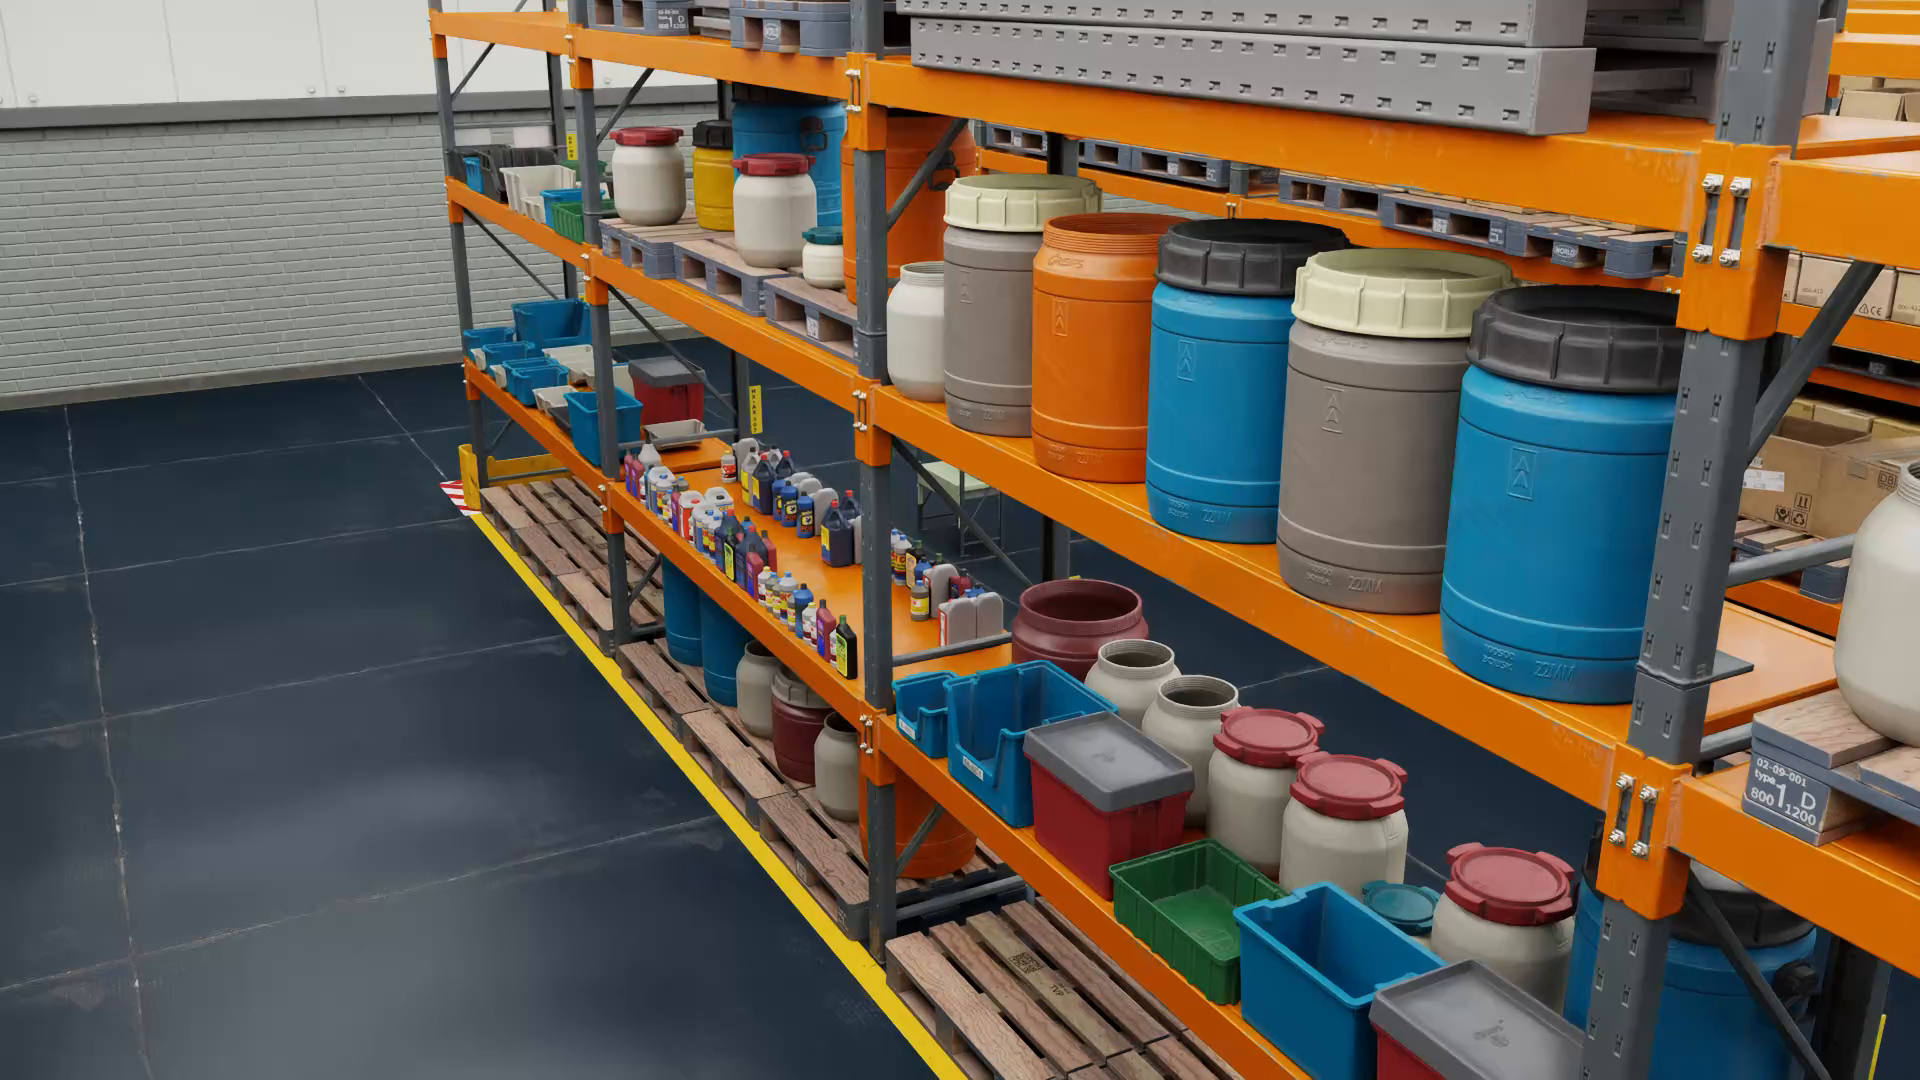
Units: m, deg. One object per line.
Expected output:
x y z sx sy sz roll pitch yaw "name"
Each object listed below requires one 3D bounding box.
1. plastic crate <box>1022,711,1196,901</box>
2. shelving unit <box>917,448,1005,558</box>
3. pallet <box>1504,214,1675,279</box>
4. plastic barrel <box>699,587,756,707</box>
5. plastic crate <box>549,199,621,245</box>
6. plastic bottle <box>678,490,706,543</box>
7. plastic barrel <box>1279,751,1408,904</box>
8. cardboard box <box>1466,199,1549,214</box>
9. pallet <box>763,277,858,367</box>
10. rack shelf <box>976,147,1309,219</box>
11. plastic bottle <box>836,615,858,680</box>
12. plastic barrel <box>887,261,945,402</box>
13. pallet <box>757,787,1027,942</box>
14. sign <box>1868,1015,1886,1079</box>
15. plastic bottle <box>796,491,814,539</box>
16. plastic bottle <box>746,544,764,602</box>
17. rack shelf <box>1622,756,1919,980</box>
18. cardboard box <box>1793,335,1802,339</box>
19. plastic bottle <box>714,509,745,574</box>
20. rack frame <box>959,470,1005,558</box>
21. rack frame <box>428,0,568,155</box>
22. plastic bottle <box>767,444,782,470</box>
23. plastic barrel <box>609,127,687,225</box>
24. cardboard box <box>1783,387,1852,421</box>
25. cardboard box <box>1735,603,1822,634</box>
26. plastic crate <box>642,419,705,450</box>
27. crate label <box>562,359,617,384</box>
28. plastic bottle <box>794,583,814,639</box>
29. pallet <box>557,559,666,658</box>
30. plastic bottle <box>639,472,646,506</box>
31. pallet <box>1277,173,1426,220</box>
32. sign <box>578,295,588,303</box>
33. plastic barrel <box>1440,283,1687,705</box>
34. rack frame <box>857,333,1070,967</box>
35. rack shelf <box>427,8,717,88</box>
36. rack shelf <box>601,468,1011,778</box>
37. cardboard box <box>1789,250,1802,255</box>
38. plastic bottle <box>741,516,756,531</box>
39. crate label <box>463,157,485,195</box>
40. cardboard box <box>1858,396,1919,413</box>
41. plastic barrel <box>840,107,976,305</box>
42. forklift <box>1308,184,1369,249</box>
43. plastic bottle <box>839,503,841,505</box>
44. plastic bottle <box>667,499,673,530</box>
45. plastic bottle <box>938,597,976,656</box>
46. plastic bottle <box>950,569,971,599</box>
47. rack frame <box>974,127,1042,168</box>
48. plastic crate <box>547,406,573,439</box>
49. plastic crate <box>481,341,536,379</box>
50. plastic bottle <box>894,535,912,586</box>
0.536 0.974 6.112 0.402 0.464 0.583 -10 21 -27 "plastic crate"
0.003 -0.707 13.381 0.431 1.500 0.755 -10 21 -27 "shelving unit"
4.045 -1.780 9.881 1.213 0.211 1.003 -9 21 -24 "pallet"
-1.282 0.500 10.157 0.600 0.901 0.708 -10 21 -27 "plastic barrel"
-2.329 -2.048 10.694 0.450 0.188 0.662 -10 21 -27 "plastic crate"
-1.537 -0.139 9.626 0.152 0.276 0.135 -10 21 -27 "plastic bottle"
1.328 1.058 5.759 0.433 0.535 0.433 0 19 0 "plastic barrel"
3.557 -2.336 10.408 0.500 0.500 0.500 -9 21 -24 "cardboard box"
-0.239 -1.071 7.826 1.003 0.211 1.213 -10 21 -27 "pallet"
1.548 -3.075 14.447 1.077 0.370 4.000 -10 21 -27 "rack shelf"
-0.529 0.498 7.769 0.061 0.283 0.133 -10 21 -27 "plastic bottle"
-0.084 -0.841 6.701 0.421 0.512 0.421 0 19 0 "plastic barrel"
-0.373 1.591 8.697 1.003 0.211 1.213 -10 21 -27 "pallet"
2.427 1.428 4.469 0.100 0.325 0.005 -10 21 -27 "sign"
-0.904 -0.152 9.671 0.097 0.271 0.097 0 19 0 "plastic bottle"
-1.072 0.170 8.719 0.061 0.283 0.133 -10 21 -27 "plastic bottle"
2.887 1.137 2.241 1.077 0.370 4.000 -10 21 -27 "rack shelf"
7.184 -1.761 13.878 0.380 0.149 0.250 -11 22 -29 "cardboard box"
-1.262 -0.005 9.124 0.144 0.351 0.185 -10 21 -27 "plastic bottle"
0.177 -0.602 13.077 0.400 1.500 0.023 -10 21 -27 "rack frame"
-3.761 -4.640 13.281 1.000 3.000 0.127 -10 21 -27 "rack frame"
-1.137 -0.419 10.323 0.144 0.351 0.185 -10 21 -27 "plastic bottle"
-1.832 -2.146 9.802 0.433 0.535 0.433 0 19 0 "plastic barrel"
7.284 -1.128 14.340 0.500 0.250 0.500 -9 21 -25 "cardboard box"
4.742 0.533 9.498 0.500 0.250 0.500 -9 21 -24 "cardboard box"
-1.957 -0.715 11.417 0.396 0.136 0.243 -10 21 -27 "plastic crate"
-2.936 -1.340 13.228 0.396 0.136 0.243 -10 21 -27 "crate label"
-0.770 0.346 8.229 0.097 0.271 0.097 0 19 0 "plastic bottle"
-2.245 0.458 11.981 1.003 0.211 1.213 -10 21 -27 "pallet"
-1.928 -0.322 10.269 0.097 0.201 0.097 0 19 0 "plastic bottle"
2.976 -2.495 11.957 0.805 0.209 1.217 -11 22 -29 "pallet"
-3.284 -1.971 14.494 0.100 0.325 0.005 -10 21 -27 "sign"
1.505 -0.126 4.031 0.600 0.901 0.708 -10 21 -27 "plastic barrel"
0.038 0.493 7.605 1.000 3.000 0.127 -10 21 -27 "rack frame"
-2.811 -3.536 11.800 1.077 0.370 4.000 -10 21 -27 "rack shelf"
-0.912 0.259 9.386 1.077 0.370 4.000 -10 21 -27 "rack shelf"
4.394 -1.801 8.734 0.500 0.500 0.500 -10 21 -26 "cardboard box"
-1.177 0.001 9.228 0.097 0.271 0.097 0 19 0 "plastic bottle"
-3.607 -2.836 12.882 0.408 0.251 0.502 -10 21 -27 "crate label"
7.983 -1.059 14.142 0.500 0.250 0.500 -11 22 -29 "cardboard box"
-0.229 -1.490 7.450 0.600 0.830 0.708 -10 21 -27 "plastic barrel"
3.968 -2.242 15.634 1.130 2.935 3.031 -16 25 -39 "forklift"
-0.653 -0.123 9.568 0.061 0.283 0.133 -10 21 -27 "plastic bottle"
-1.680 -0.171 9.833 0.097 0.201 0.097 0 19 0 "plastic bottle"
-0.017 0.401 8.062 0.152 0.276 0.135 -10 21 -27 "plastic bottle"
0.001 0.272 8.423 0.061 0.283 0.133 -10 21 -27 "plastic bottle"
0.598 -2.571 16.483 1.000 3.000 0.127 -10 21 -27 "rack frame"
-2.629 -0.833 11.778 0.437 0.125 0.590 -10 21 -27 "plastic crate"
-3.621 -1.442 13.377 0.416 0.233 0.300 -10 21 -27 "plastic crate"
-0.307 0.105 8.927 0.097 0.271 0.097 0 19 0 "plastic bottle"
